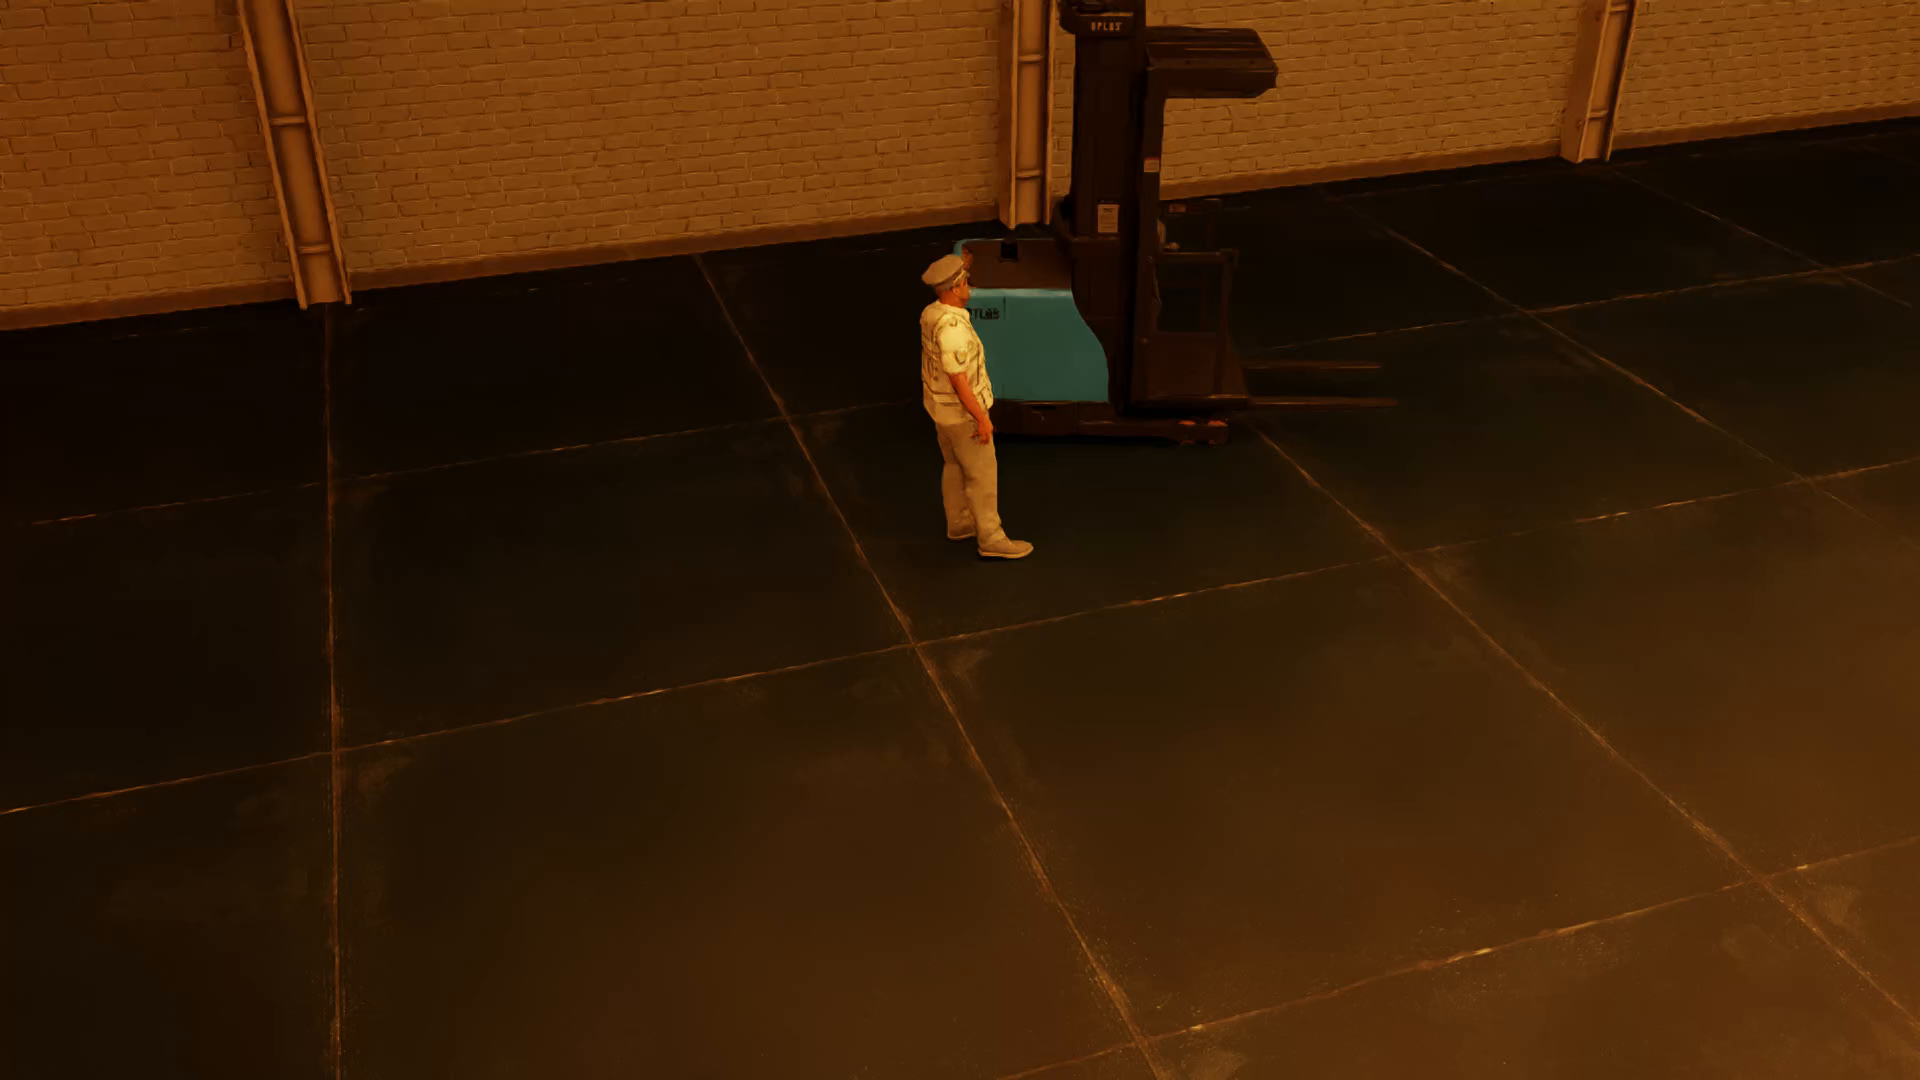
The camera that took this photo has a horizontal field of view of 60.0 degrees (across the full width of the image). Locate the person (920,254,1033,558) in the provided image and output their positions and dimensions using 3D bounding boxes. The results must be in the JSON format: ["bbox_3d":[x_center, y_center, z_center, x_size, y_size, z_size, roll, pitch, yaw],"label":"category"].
[{"bbox_3d":[0.078,-0.785,9.590,0.574,1.778,0.640,-10,31,-16],"label":"person"}]

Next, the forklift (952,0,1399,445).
[{"bbox_3d":[1.443,-2.174,10.865,3.031,2.935,1.130,1,30,1],"label":"forklift"}]
